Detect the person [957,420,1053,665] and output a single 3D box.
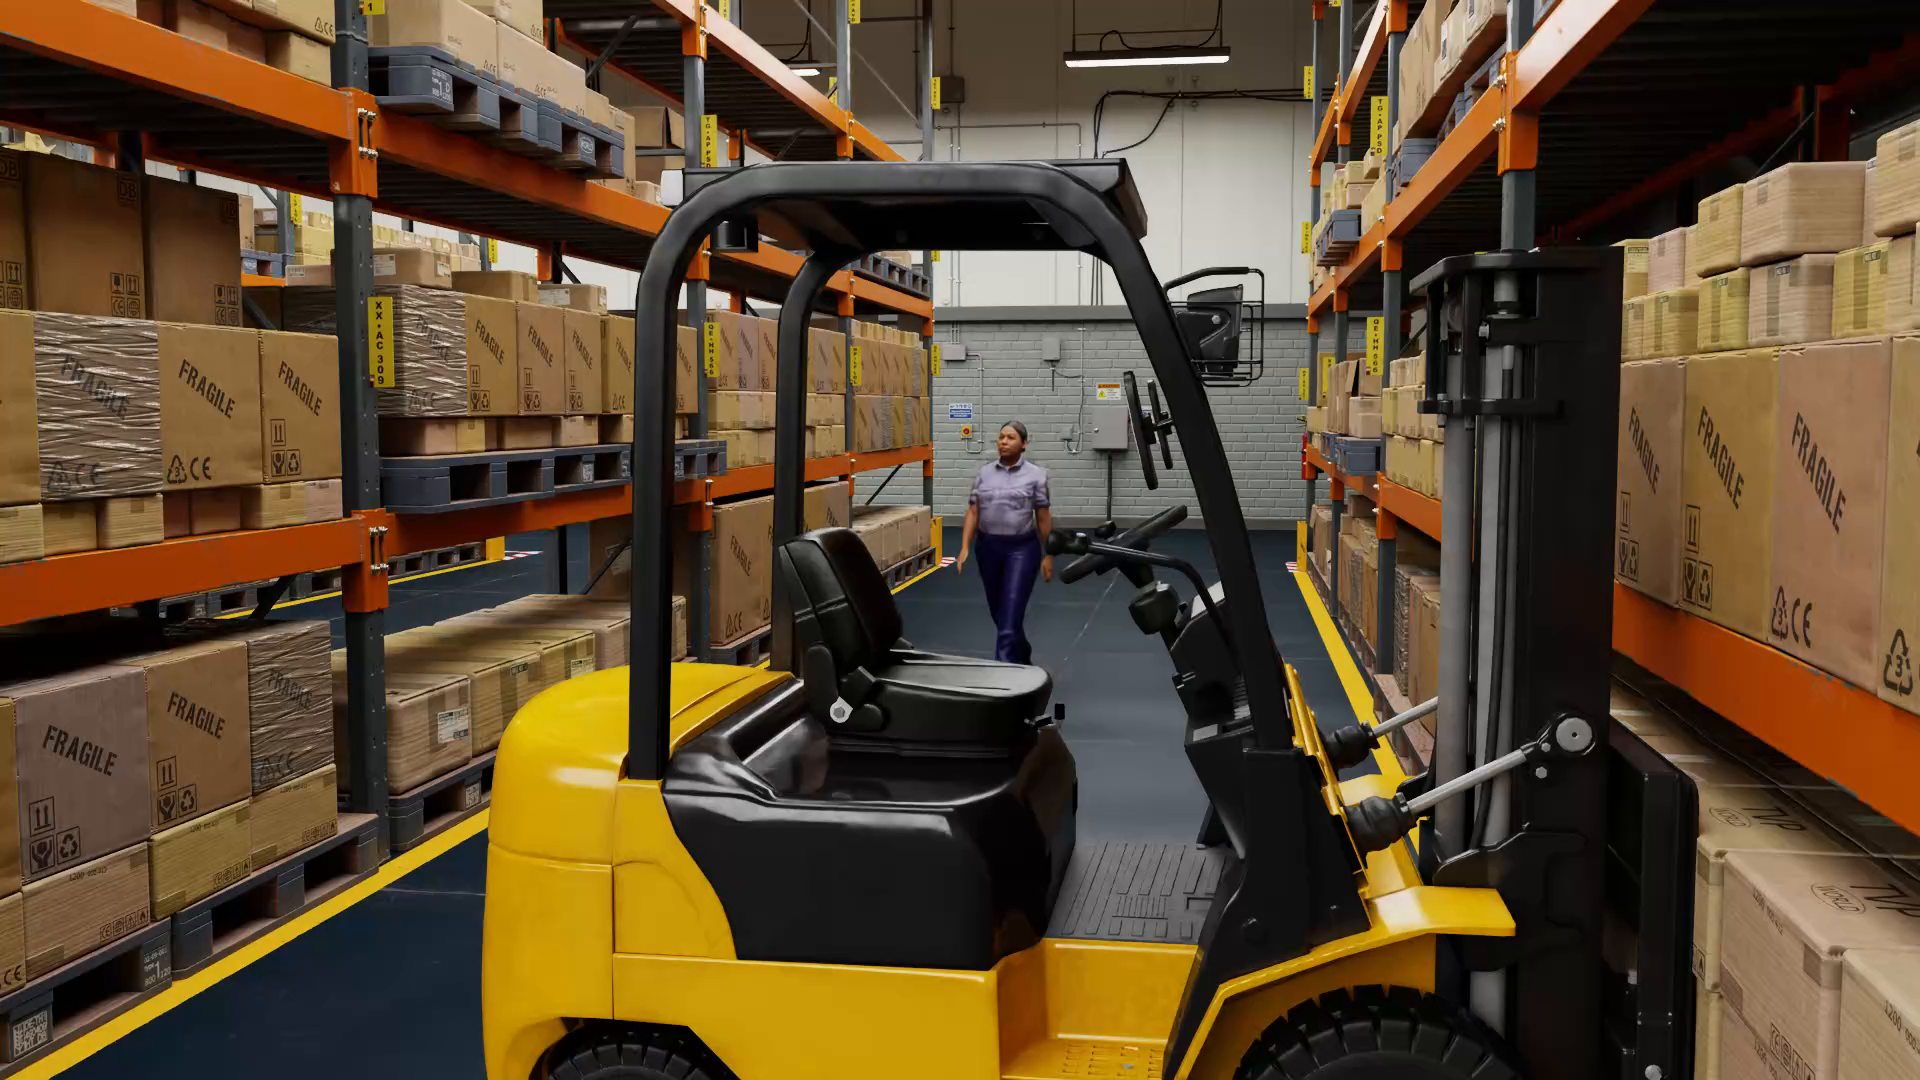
[{"bbox_3d":[0.261,0.085,9.912,0.499,1.591,0.998,2,5,24],"label":"person"}]
